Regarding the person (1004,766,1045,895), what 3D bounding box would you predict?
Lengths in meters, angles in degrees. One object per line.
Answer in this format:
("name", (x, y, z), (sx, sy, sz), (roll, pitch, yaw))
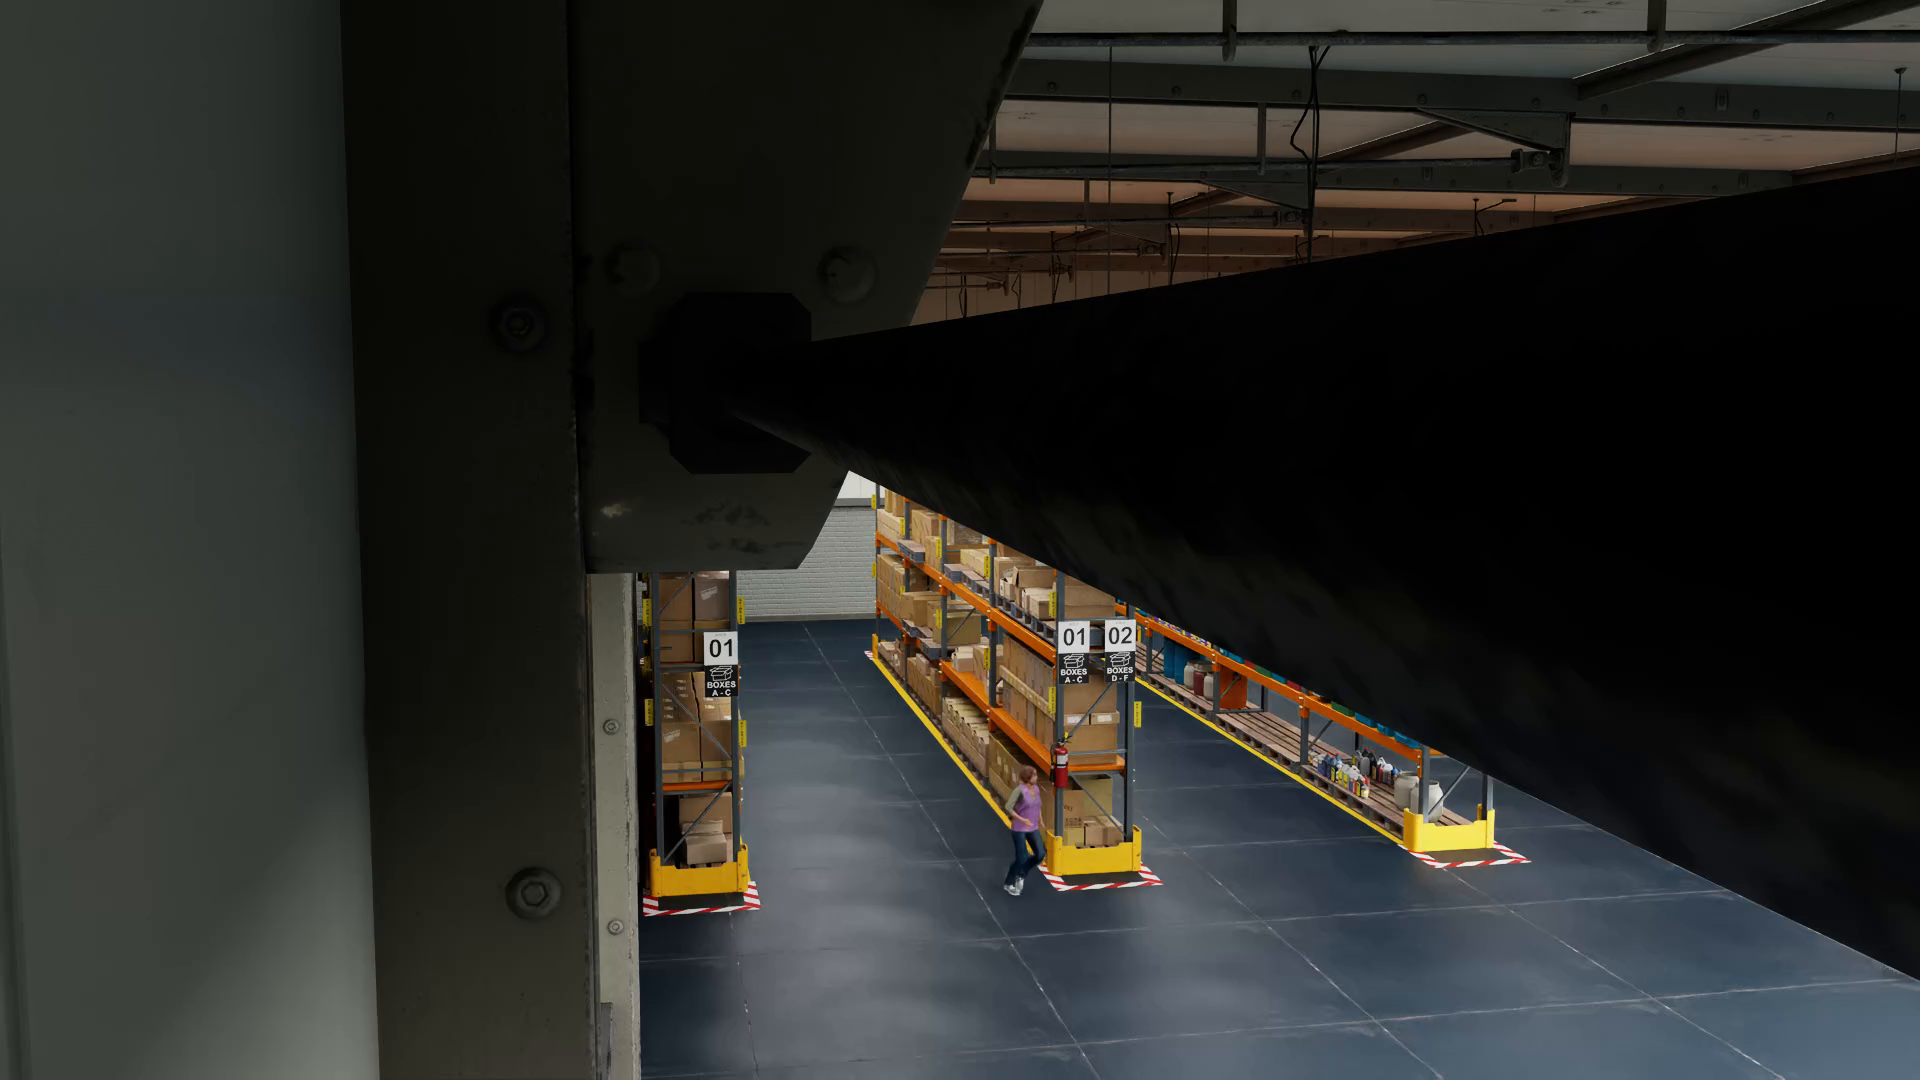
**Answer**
("person", (0.834, 3.517, 20.106), (0.596, 1.529, 0.516), (-5, 8, -40))
